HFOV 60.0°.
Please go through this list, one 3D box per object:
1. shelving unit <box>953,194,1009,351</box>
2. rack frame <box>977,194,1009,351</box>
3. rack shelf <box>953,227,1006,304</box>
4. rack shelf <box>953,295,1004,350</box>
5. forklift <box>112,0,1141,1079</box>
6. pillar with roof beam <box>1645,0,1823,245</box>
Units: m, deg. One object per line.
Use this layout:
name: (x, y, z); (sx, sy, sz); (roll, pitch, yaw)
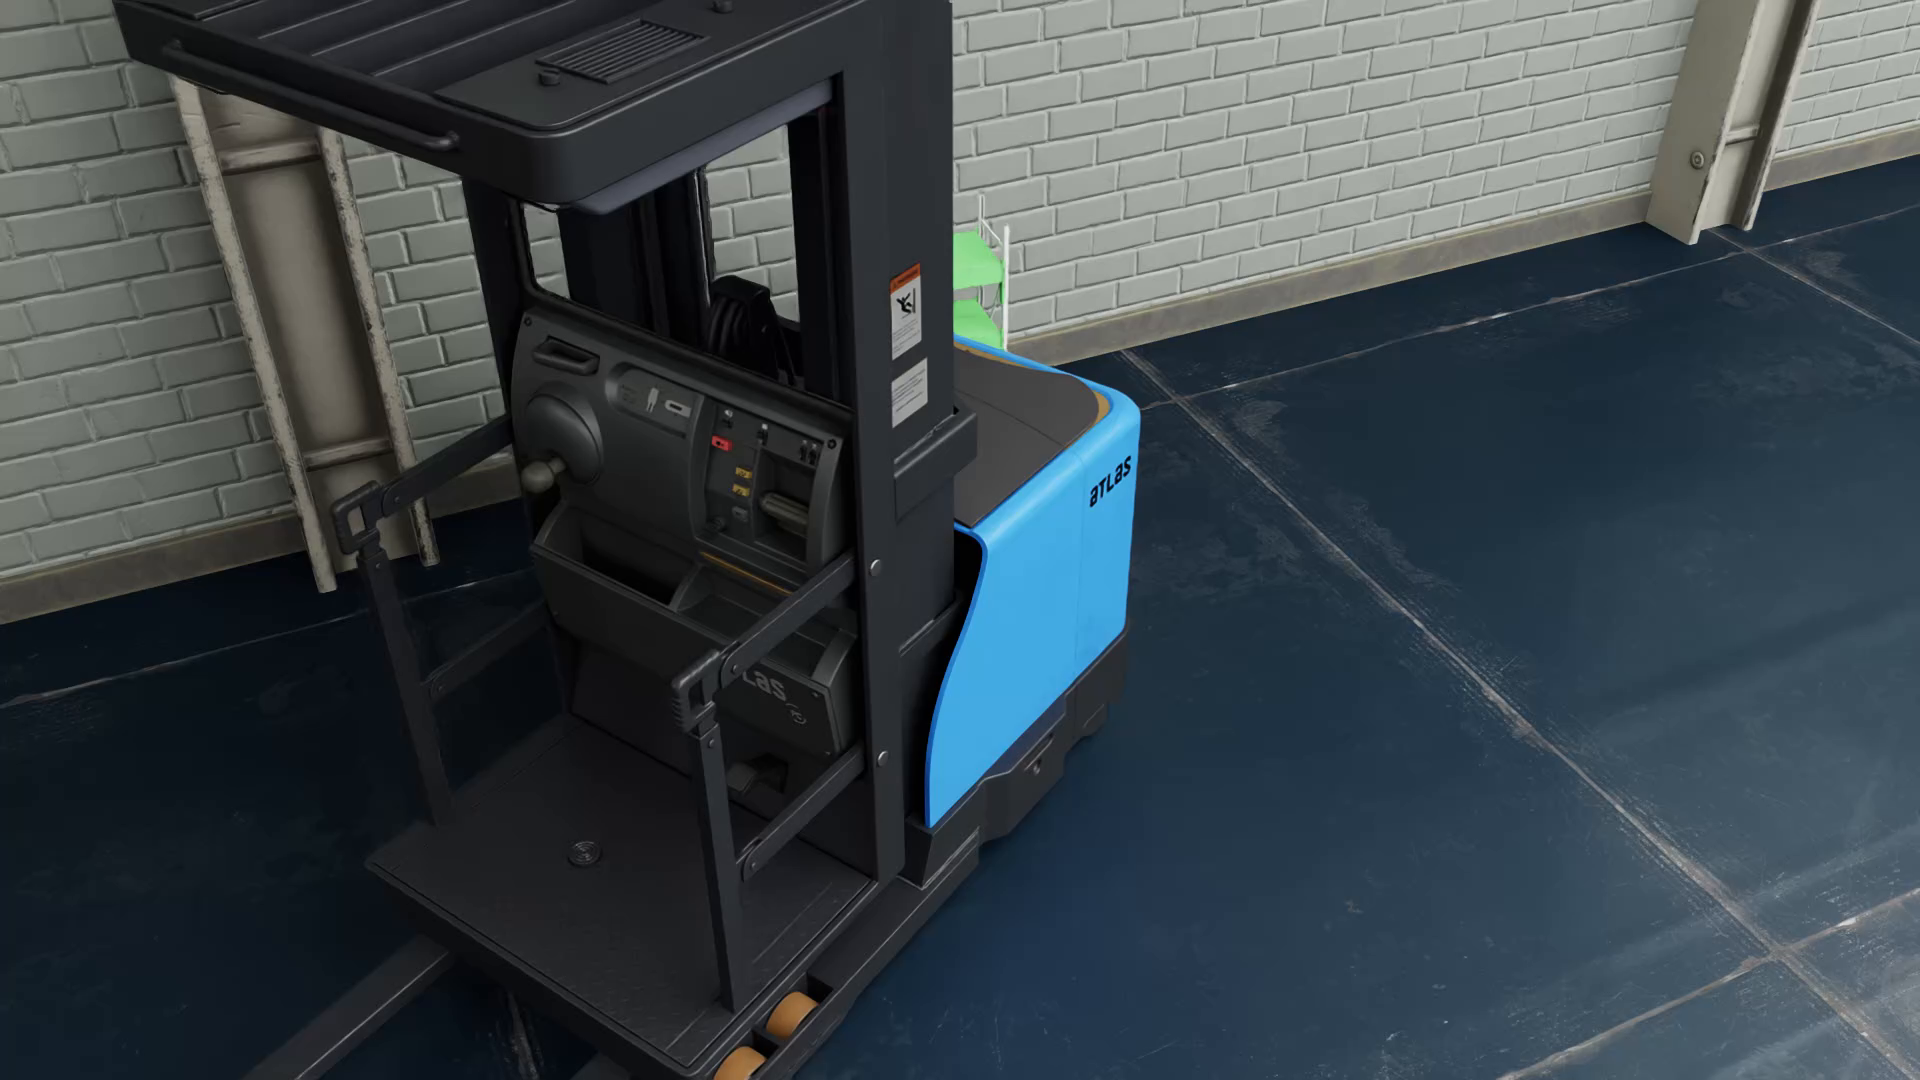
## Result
shelving unit: (-0.128, -0.480, 5.388); (0.503, 1.200, 0.258); (-12, 38, -15)
rack frame: (0.102, -0.527, 5.453); (0.015, 1.200, 0.240); (-12, 38, -15)
rack shelf: (-0.128, -0.815, 5.142); (0.480, 0.148, 0.258); (-12, 38, -15)
rack shelf: (-0.128, -0.622, 5.284); (0.480, 0.148, 0.258); (-12, 38, -15)
forklift: (-0.755, -0.145, 3.485); (1.130, 2.935, 3.031); (23, 42, 27)
pillar with roof beam: (5.253, -2.767, 1.926); (0.400, 9.000, 9.100); (-16, 39, -20)
